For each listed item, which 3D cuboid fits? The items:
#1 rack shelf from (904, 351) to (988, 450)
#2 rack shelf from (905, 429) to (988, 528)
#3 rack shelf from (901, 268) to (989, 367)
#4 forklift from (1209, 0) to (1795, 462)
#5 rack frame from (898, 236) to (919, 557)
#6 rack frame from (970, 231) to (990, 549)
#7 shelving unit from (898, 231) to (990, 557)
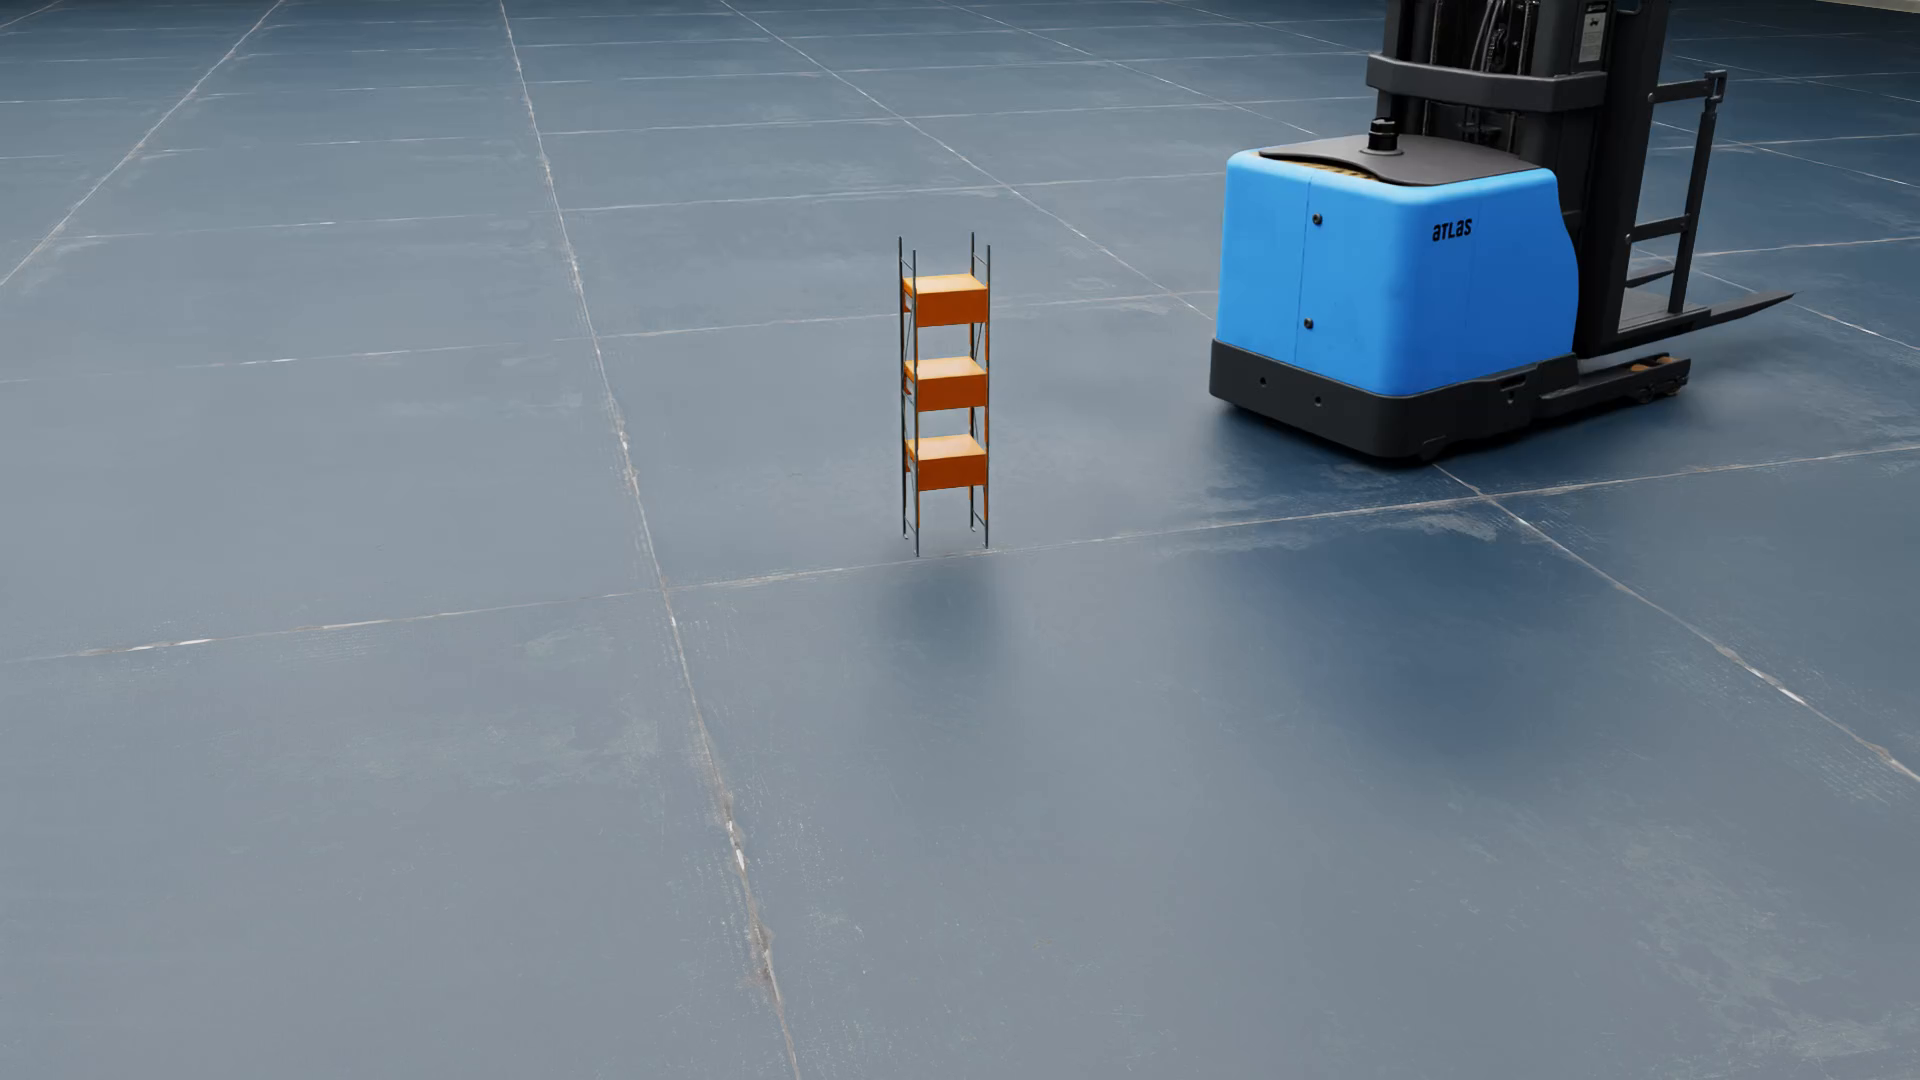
[{"bbox_3d":[-0.052,-0.467,5.534,0.240,0.259,0.215,-6,24,-14],"label":"rack shelf"},{"bbox_3d":[-0.052,-0.212,5.643,0.240,0.259,0.215,-6,24,-14],"label":"rack shelf"},{"bbox_3d":[-0.052,-0.728,5.422,0.240,0.259,0.215,-6,24,-14],"label":"rack shelf"},{"bbox_3d":[2.550,-2.085,6.893,3.031,2.935,1.130,-15,28,-32],"label":"forklift"},{"bbox_3d":[-0.169,-0.464,5.499,0.008,1.050,0.200,-6,24,-14],"label":"rack frame"},{"bbox_3d":[0.066,-0.490,5.560,0.008,1.050,0.200,-6,24,-14],"label":"rack frame"},{"bbox_3d":[-0.052,-0.477,5.530,0.252,1.050,0.215,-6,24,-14],"label":"shelving unit"}]
